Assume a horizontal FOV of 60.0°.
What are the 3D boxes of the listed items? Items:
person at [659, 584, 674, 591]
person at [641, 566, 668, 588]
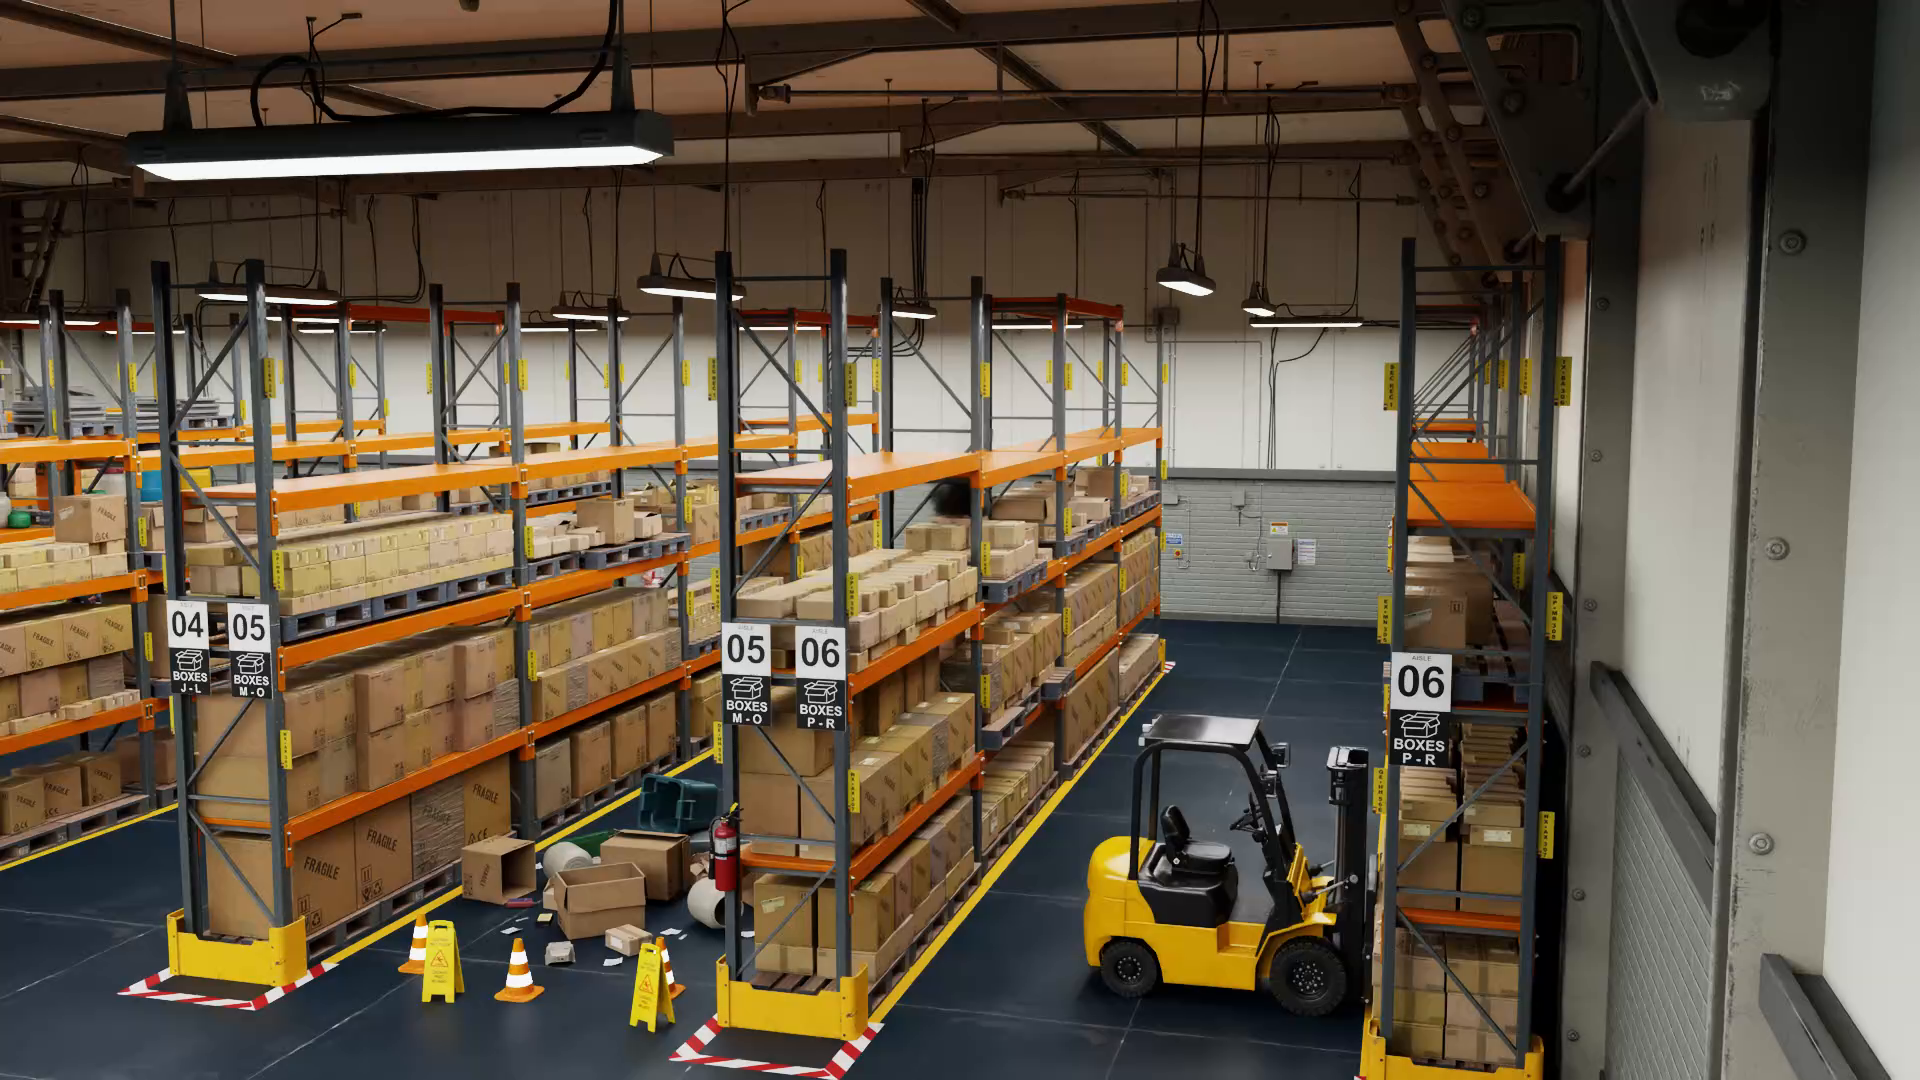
[{"bbox_3d":[-4.587,1.544,26.100,0.686,1.777,0.941,1,6,12],"label":"person"},{"bbox_3d":[-5.801,0.933,31.737,0.683,1.800,0.669,5,8,39],"label":"person"}]
